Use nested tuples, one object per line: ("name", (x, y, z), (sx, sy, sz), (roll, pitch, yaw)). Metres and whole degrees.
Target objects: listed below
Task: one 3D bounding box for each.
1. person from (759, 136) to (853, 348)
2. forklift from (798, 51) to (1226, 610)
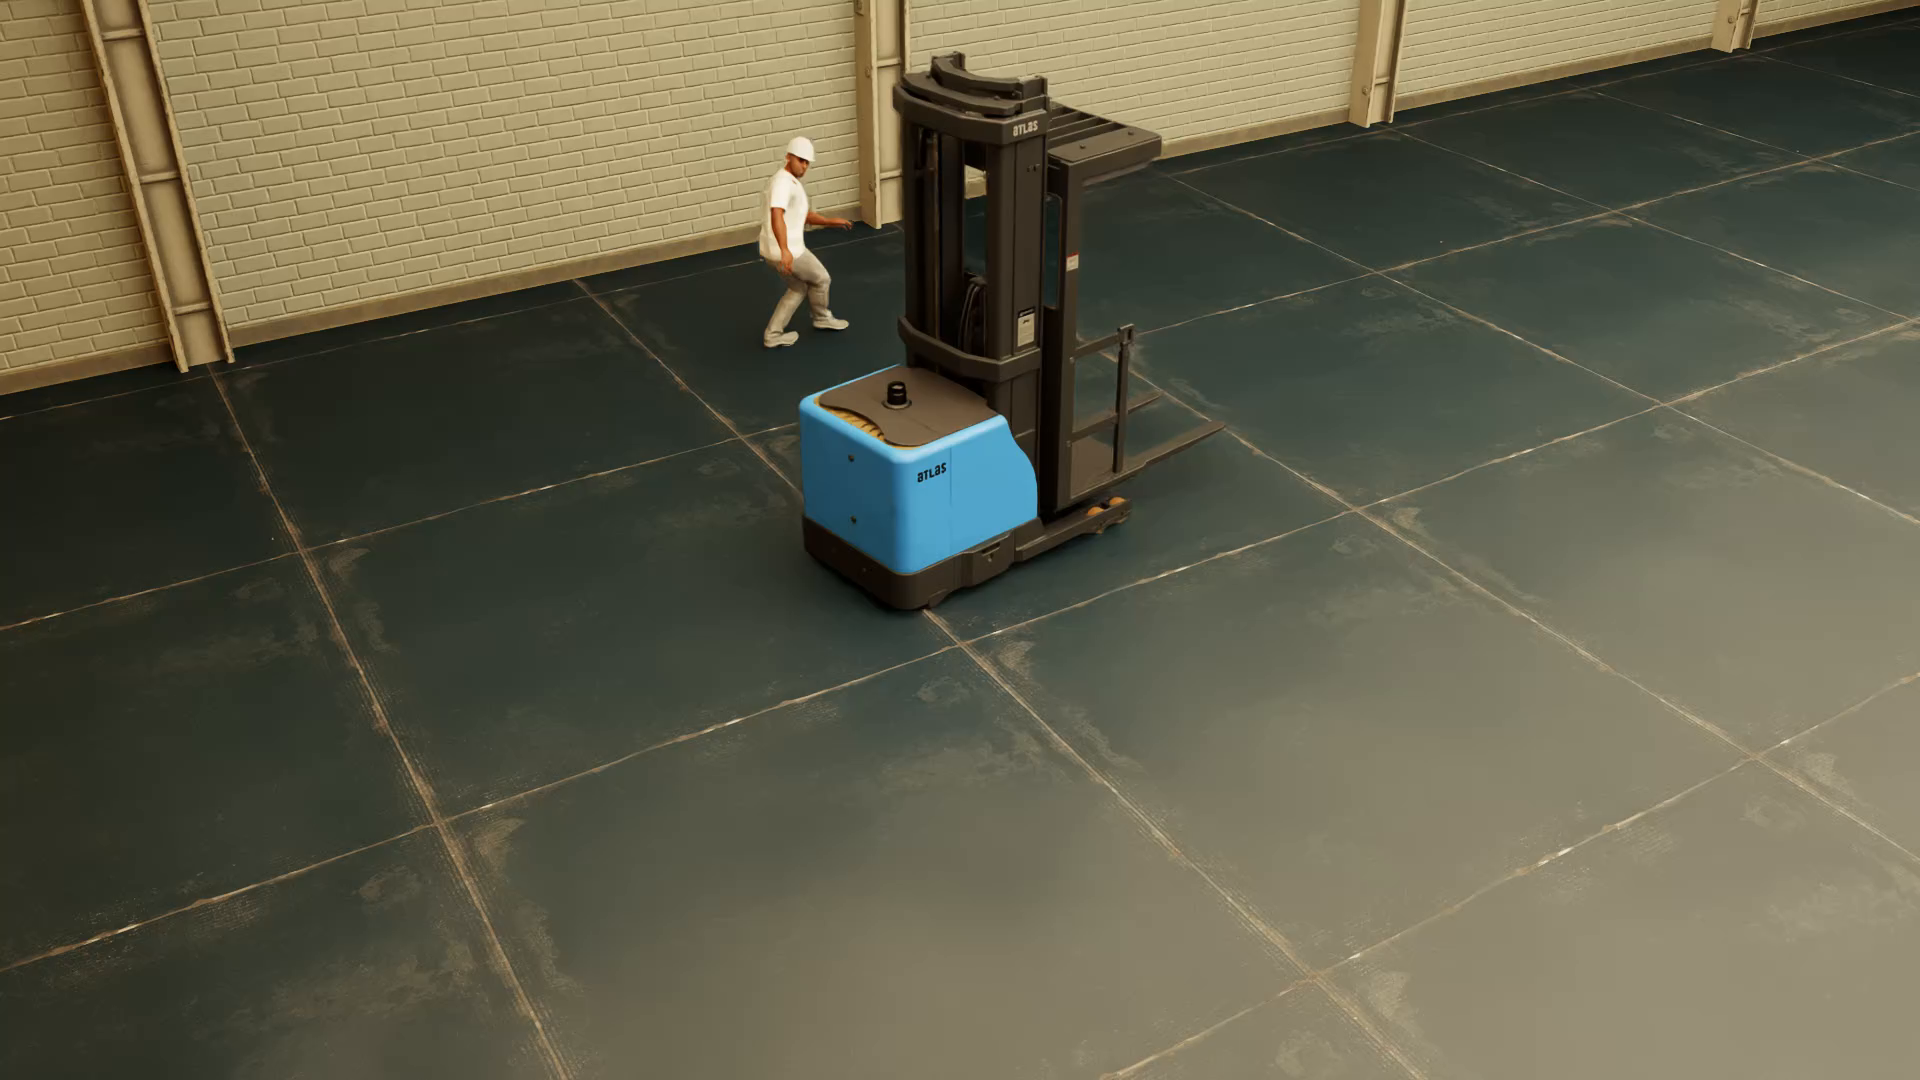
("person", (-1.144, -2.245, 12.692), (0.804, 1.599, 0.816), (-14, 34, -22))
("forklift", (0.471, -1.481, 10.121), (3.031, 2.935, 1.130), (-24, 39, -34))
